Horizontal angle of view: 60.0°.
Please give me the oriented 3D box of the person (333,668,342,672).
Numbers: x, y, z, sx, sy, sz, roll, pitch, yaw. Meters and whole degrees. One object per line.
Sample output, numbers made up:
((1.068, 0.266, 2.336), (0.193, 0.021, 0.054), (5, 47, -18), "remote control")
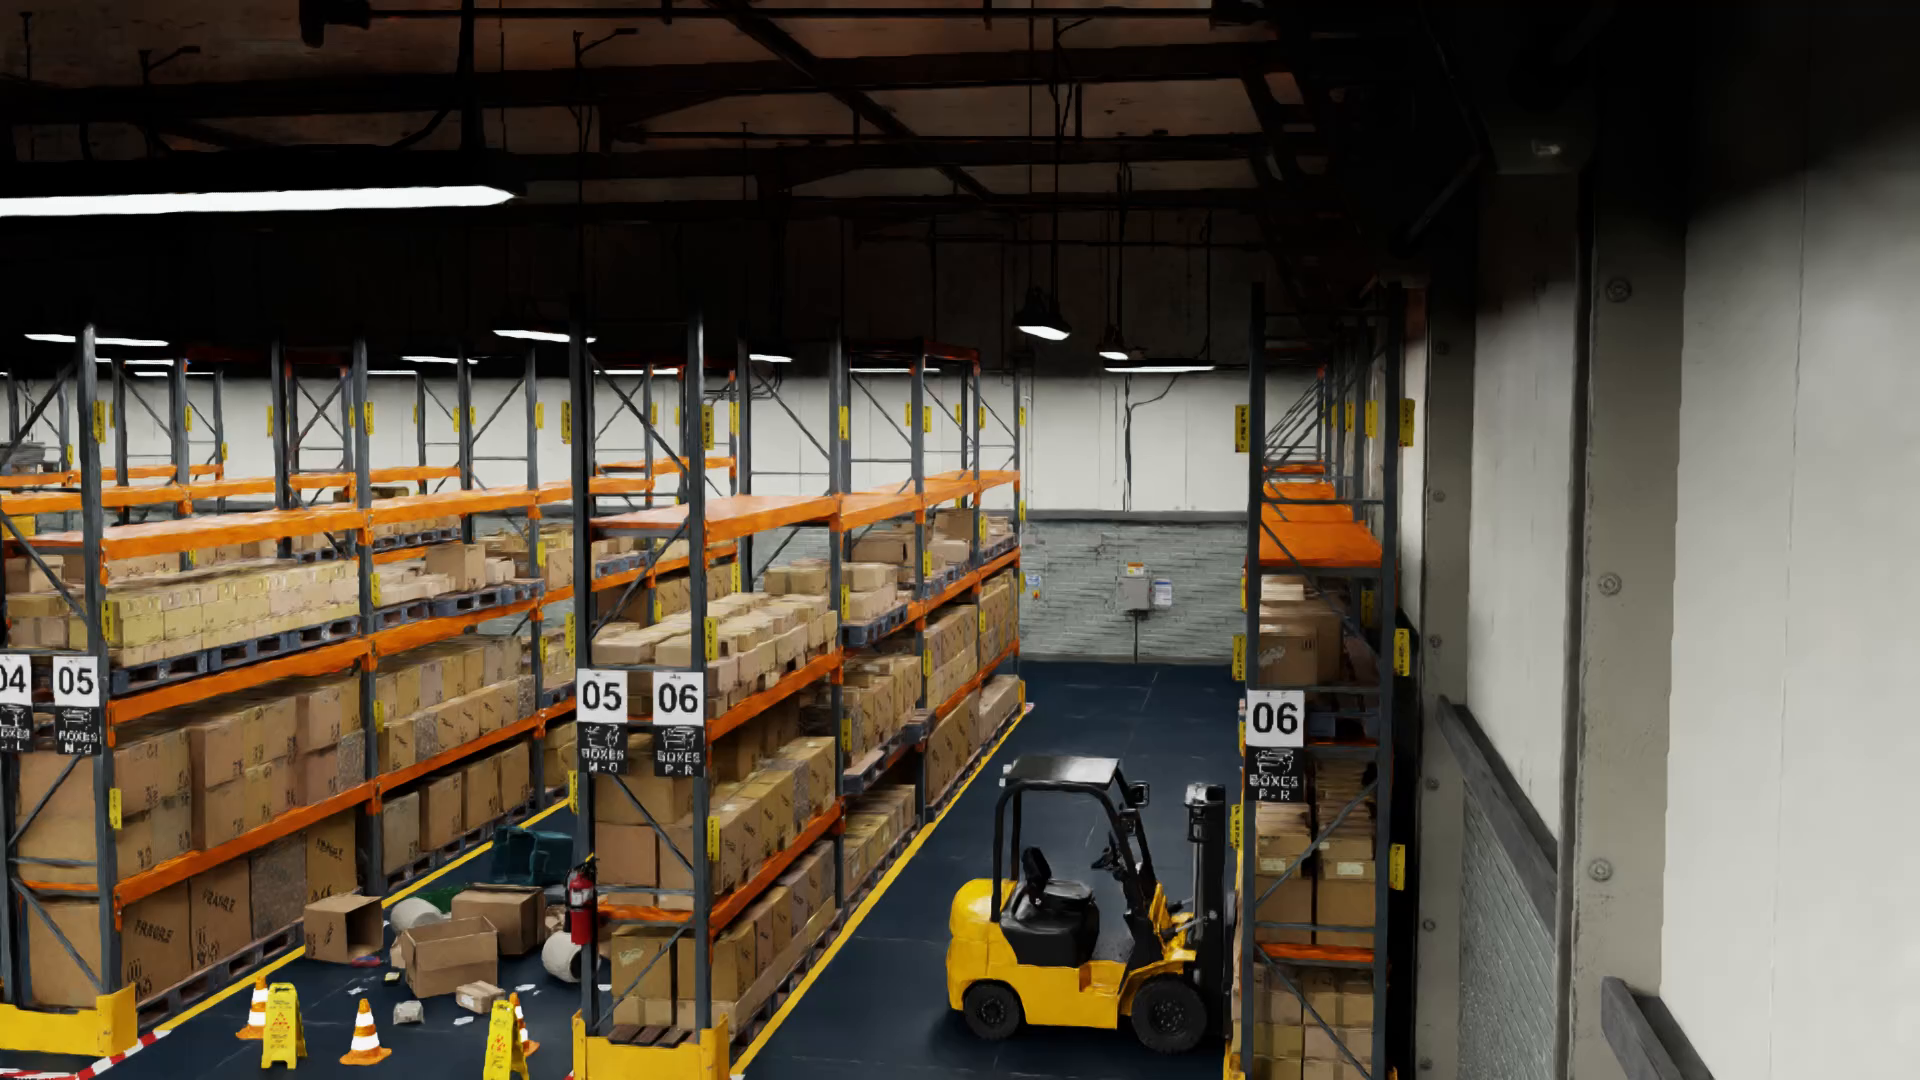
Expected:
((-8.098, 2.540, 21.863), (0.567, 1.736, 1.042), (1, 5, 10), "person")
